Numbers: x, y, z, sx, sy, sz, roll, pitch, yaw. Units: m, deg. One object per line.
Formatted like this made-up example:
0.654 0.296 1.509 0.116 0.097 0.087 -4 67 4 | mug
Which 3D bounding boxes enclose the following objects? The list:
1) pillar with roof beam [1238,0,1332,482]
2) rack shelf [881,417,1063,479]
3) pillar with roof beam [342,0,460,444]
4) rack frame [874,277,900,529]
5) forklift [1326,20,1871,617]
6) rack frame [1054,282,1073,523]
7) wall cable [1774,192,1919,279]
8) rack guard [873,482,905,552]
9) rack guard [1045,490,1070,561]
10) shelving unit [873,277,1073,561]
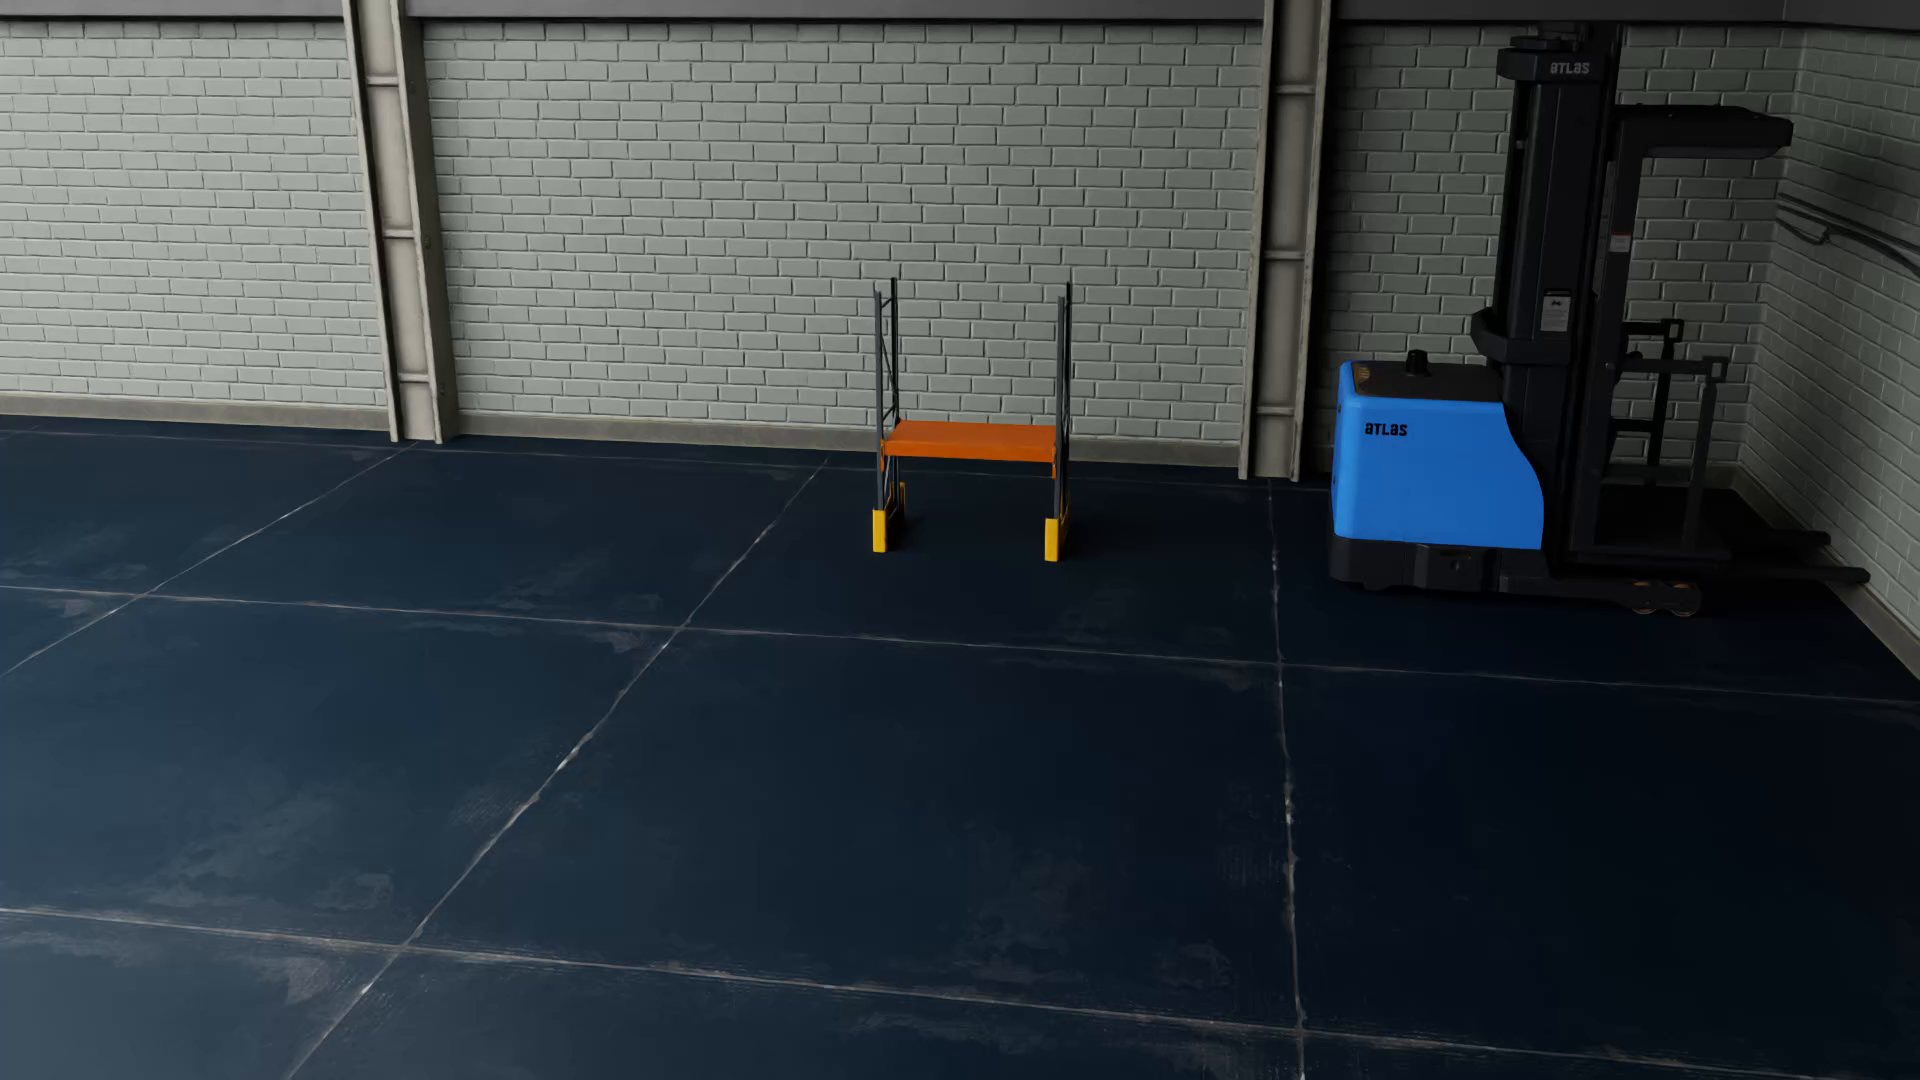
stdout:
1.383 -3.361 5.665 0.400 9.000 9.100 3 19 9 | pillar with roof beam
0.084 -0.536 9.609 1.000 0.185 0.538 3 19 9 | rack shelf
-4.541 -3.663 6.567 0.400 9.000 9.100 3 19 9 | pillar with roof beam
-0.418 -0.733 9.629 0.032 1.500 0.500 3 19 9 | rack frame
3.567 -1.176 8.697 3.031 2.935 1.130 3 19 10 | forklift
0.586 -0.681 9.476 0.032 1.500 0.500 3 19 9 | rack frame
4.764 -2.674 8.507 0.112 2.526 3.097 3 19 9 | wall cable
-0.416 -0.140 9.827 0.087 0.250 0.587 3 19 9 | rack guard
0.567 -0.090 9.677 0.087 0.250 0.587 3 19 9 | rack guard
0.075 -0.707 9.554 1.083 1.500 0.587 3 19 9 | shelving unit
